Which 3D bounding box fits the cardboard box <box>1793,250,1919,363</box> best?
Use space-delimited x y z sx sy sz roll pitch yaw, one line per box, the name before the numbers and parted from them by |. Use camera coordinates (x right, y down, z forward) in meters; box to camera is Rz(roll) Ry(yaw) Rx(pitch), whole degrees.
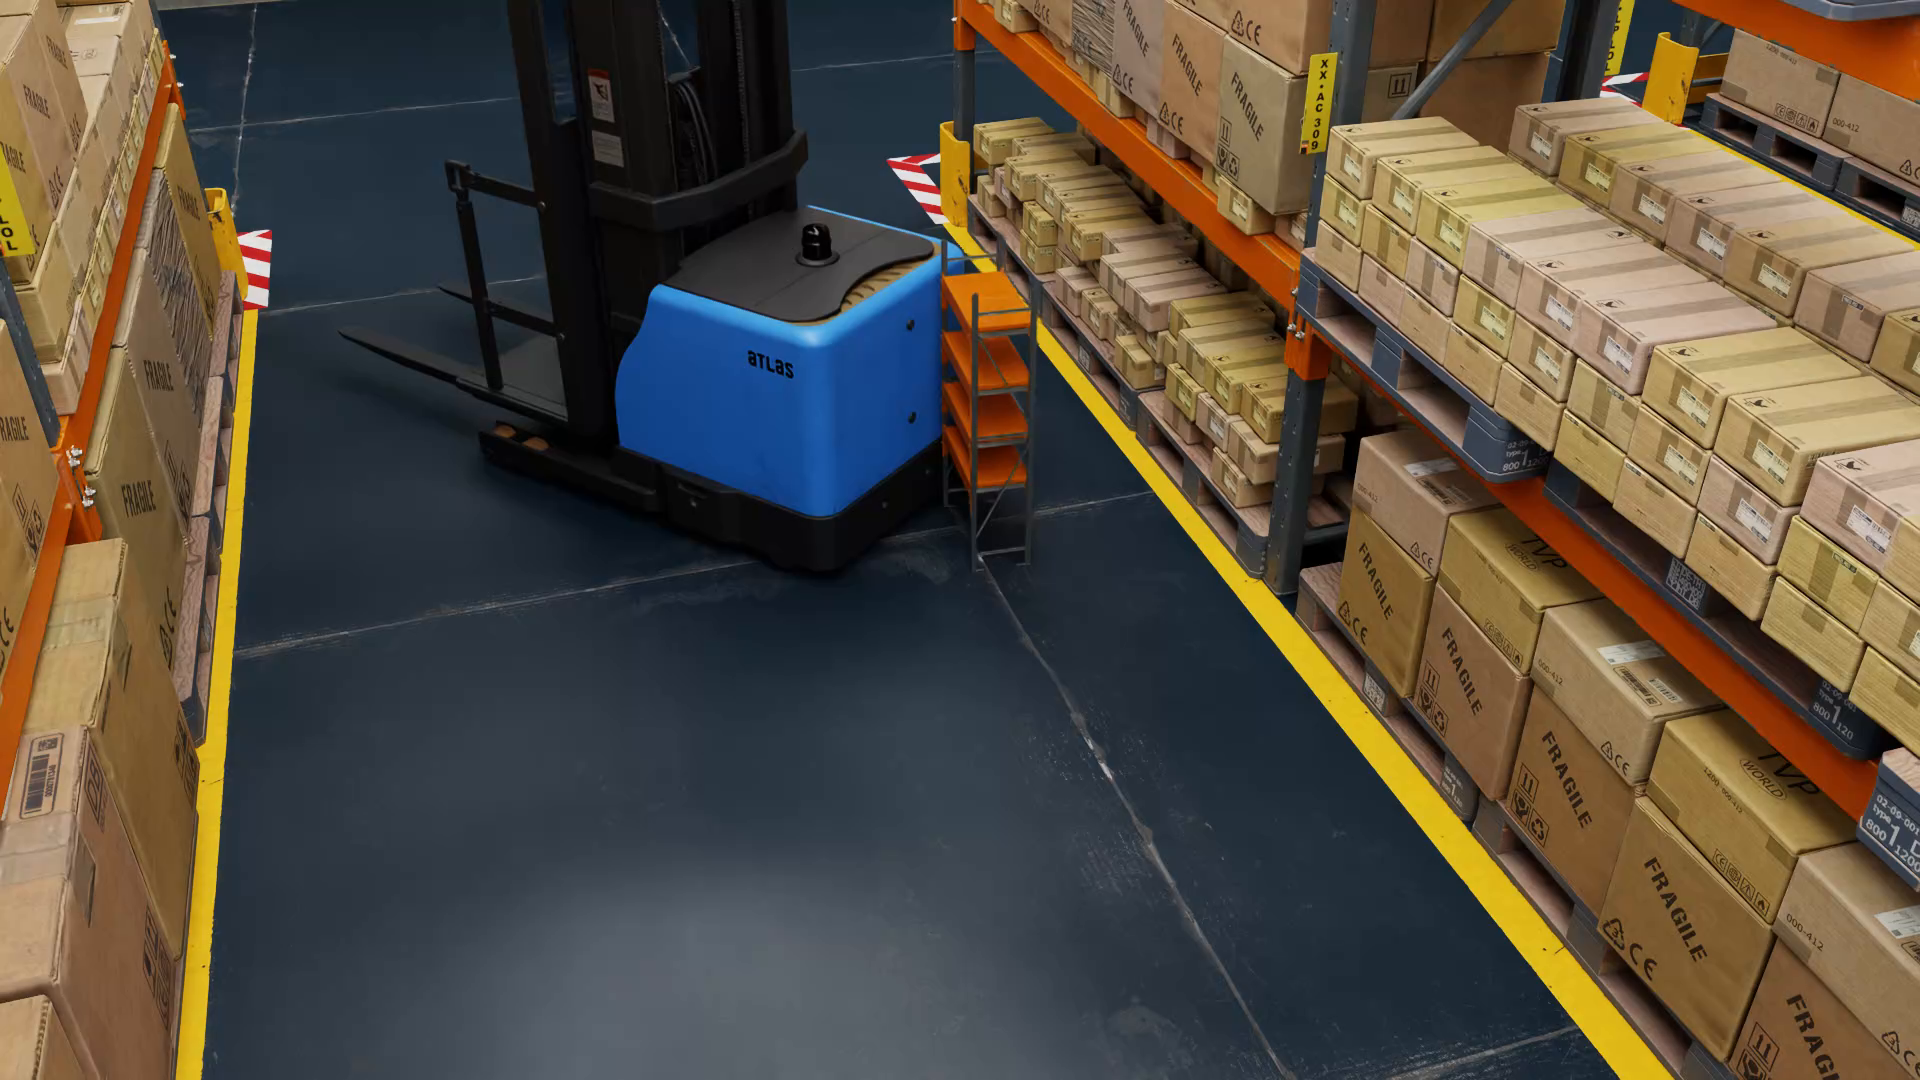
cardboard box | 2.382 -0.600 4.244 0.380 0.149 0.250 -12 35 -17

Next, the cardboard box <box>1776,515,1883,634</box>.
cardboard box | 1.997 0.039 3.547 0.380 0.149 0.250 -10 35 -15

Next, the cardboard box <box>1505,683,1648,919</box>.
cardboard box | 1.985 0.707 4.846 0.500 0.500 0.500 -9 35 -14

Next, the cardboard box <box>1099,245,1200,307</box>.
cardboard box | 0.852 -1.193 7.500 0.380 0.149 0.250 -11 35 -16

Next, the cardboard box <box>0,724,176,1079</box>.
cardboard box | -2.590 1.150 3.834 1.225 0.875 0.875 -11 35 -16

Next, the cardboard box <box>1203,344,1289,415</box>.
cardboard box | 1.204 -0.648 6.675 0.380 0.149 0.250 -10 35 -14

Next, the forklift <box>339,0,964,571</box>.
forklift | -1.482 -1.719 6.692 3.031 2.935 1.130 20 38 27

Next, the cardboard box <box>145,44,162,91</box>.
cardboard box | -3.795 -2.090 7.420 0.380 0.149 0.250 -10 35 -14

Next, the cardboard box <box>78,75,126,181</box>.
cardboard box | -3.425 -1.508 6.177 0.500 0.250 0.500 -10 35 -15

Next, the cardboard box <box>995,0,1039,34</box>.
cardboard box | 0.391 -2.637 8.247 0.380 0.149 0.250 -11 35 -16

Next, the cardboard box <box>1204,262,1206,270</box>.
cardboard box | 1.391 -1.304 7.938 0.380 0.149 0.250 -10 35 -14

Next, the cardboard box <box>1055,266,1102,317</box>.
cardboard box | 0.687 -1.232 8.098 0.380 0.149 0.250 -12 35 -17

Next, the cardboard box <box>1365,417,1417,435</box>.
cardboard box | 1.871 -0.498 6.717 0.380 0.149 0.250 -8 34 -13

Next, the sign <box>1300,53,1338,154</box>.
sign | 1.162 -1.409 5.377 0.100 0.325 0.005 -10 35 -15

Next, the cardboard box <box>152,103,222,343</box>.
cardboard box | -4.027 -1.429 7.738 0.875 0.875 0.875 -10 35 -15

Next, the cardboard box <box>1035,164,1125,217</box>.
cardboard box | 0.601 -1.751 8.344 0.380 0.149 0.250 -12 35 -17

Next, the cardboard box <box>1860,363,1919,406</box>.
cardboard box | 2.460 -0.342 4.124 0.380 0.149 0.250 -9 34 -13

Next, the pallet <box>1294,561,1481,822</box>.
pallet | 1.915 0.428 5.910 1.003 0.211 1.213 -10 35 -15

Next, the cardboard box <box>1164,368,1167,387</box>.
cardboard box | 1.126 -0.715 7.316 0.380 0.149 0.250 -11 35 -16

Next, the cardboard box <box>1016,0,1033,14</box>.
cardboard box | 0.518 -2.851 7.982 0.500 0.500 0.500 -10 35 -15

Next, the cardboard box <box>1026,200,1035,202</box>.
cardboard box | 0.560 -1.768 8.640 0.380 0.149 0.250 -10 35 -14

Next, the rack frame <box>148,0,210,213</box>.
rack frame | -4.298 -2.463 7.756 1.000 3.000 0.127 -10 35 -15

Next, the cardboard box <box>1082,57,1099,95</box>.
cardboard box | 0.767 -2.103 7.440 0.380 0.149 0.250 -9 34 -13

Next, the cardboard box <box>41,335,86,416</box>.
cardboard box | -2.851 -0.469 4.967 0.380 0.149 0.250 -10 35 -15

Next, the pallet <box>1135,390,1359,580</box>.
pallet | 1.438 -0.327 7.053 1.003 0.211 1.213 -10 35 -15

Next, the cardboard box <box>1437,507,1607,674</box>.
cardboard box | 1.815 0.123 5.049 0.500 0.250 0.500 -9 35 -13

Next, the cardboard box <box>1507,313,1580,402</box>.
cardboard box | 1.683 -0.505 4.370 0.380 0.149 0.250 -9 34 -13

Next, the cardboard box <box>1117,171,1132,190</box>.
cardboard box | 1.049 -1.852 8.767 0.380 0.149 0.250 -11 35 -17

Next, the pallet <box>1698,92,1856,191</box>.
pallet | 5.458 -2.559 10.431 1.003 0.211 1.213 -10 35 -15

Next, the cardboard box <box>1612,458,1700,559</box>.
cardboard box | 1.836 -0.112 4.046 0.380 0.149 0.250 -12 35 -17

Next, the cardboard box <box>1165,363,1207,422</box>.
cardboard box | 1.085 -0.643 6.937 0.380 0.149 0.250 -11 35 -16

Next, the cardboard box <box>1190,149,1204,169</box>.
cardboard box | 1.146 -1.563 6.623 0.380 0.149 0.250 -11 35 -16

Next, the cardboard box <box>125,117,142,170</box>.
cardboard box | -3.483 -1.554 6.609 0.380 0.149 0.250 -10 35 -15

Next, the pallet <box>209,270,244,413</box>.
pallet | -3.980 -0.892 7.909 1.003 0.211 1.213 -10 35 -15

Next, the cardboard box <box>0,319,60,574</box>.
cardboard box | -2.675 -0.205 4.248 0.500 0.500 0.500 -10 35 -15

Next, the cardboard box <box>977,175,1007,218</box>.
cardboard box | 0.311 -1.900 9.110 0.380 0.149 0.250 -9 35 -14

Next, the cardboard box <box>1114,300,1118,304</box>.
cardboard box | 0.902 -1.213 7.800 0.380 0.149 0.250 -8 34 -12

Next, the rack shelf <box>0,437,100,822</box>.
rack shelf | -2.468 0.988 3.187 1.077 0.370 4.000 -10 35 -15

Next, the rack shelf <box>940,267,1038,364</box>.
rack shelf | 0.104 -0.846 6.230 0.258 0.148 0.480 -8 34 -11

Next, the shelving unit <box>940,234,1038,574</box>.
shelving unit | 0.104 -0.518 6.446 0.258 1.200 0.503 -8 34 -11

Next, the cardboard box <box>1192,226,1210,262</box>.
cardboard box | 1.316 -1.418 7.840 0.380 0.149 0.250 -10 35 -14

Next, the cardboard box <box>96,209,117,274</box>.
cardboard box | -3.173 -1.017 5.796 0.380 0.149 0.250 -10 35 -15

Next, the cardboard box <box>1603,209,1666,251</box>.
cardboard box | 2.140 -0.893 4.958 0.380 0.149 0.250 -9 34 -13

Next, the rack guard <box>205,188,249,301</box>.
rack guard | -4.305 -1.432 8.464 1.175 0.500 0.348 -10 35 -15

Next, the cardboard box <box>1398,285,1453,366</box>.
cardboard box | 1.521 -0.653 4.865 0.380 0.149 0.250 -10 35 -14

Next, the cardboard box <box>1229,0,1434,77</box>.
cardboard box | 1.276 -1.928 5.679 0.500 0.500 0.500 -11 35 -16

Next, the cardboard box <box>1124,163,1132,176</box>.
cardboard box | 1.081 -1.986 8.700 0.380 0.149 0.250 -11 35 -16

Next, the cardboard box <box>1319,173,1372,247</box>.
cardboard box | 1.359 -1.054 5.201 0.380 0.149 0.250 -9 35 -14

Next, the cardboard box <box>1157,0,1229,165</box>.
cardboard box | 1.103 -1.789 6.375 0.500 0.500 0.500 -11 35 -16

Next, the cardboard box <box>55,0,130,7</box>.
cardboard box | -3.899 -2.625 7.188 0.500 0.500 0.500 -10 35 -14

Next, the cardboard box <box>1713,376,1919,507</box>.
cardboard box | 1.918 -0.221 3.672 0.380 0.149 0.250 -8 34 -12

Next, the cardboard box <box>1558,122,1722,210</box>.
cardboard box | 2.068 -1.143 5.067 0.380 0.149 0.250 -11 35 -16

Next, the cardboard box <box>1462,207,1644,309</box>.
cardboard box | 1.599 -0.766 4.496 0.380 0.149 0.250 -10 35 -15

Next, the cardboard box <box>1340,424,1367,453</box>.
cardboard box | 1.790 -0.514 7.012 0.380 0.149 0.250 -9 35 -13

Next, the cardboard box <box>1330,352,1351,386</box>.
cardboard box | 1.741 -0.748 6.826 0.380 0.149 0.250 -8 34 -12
